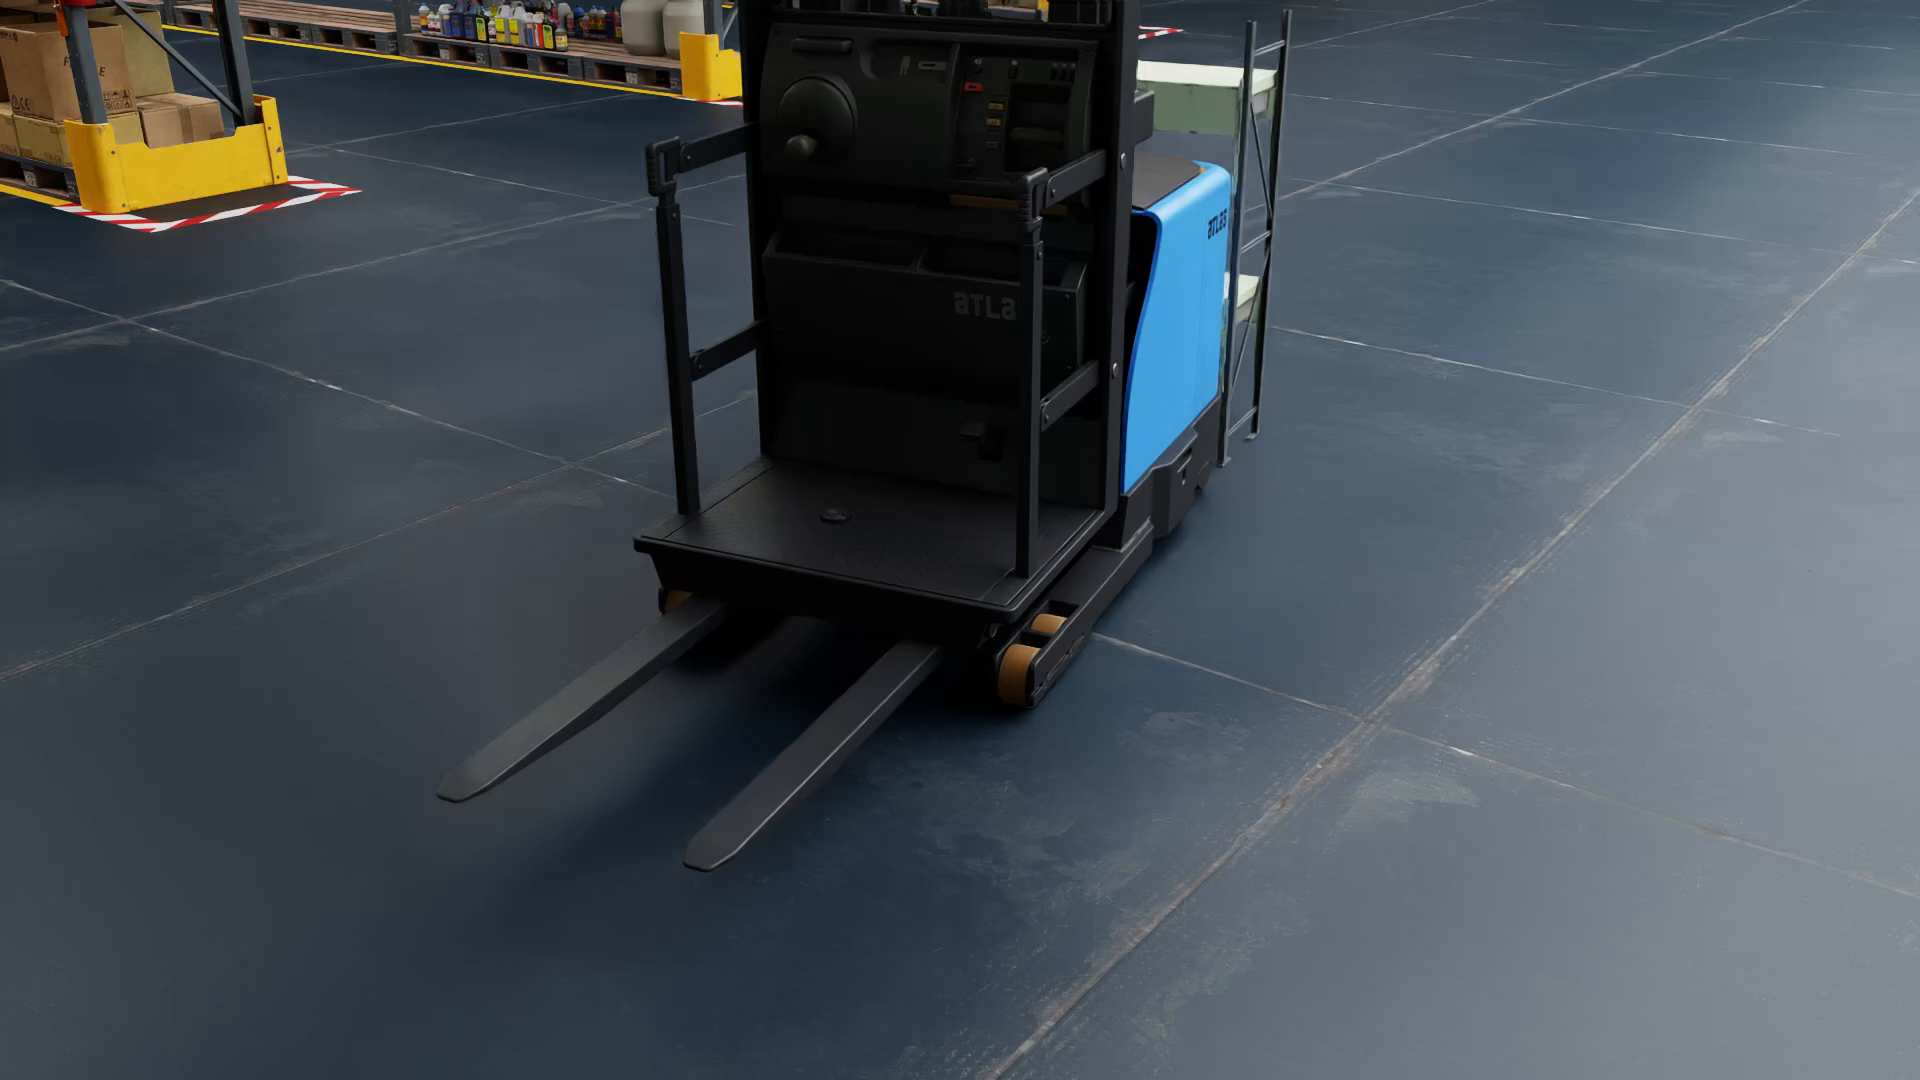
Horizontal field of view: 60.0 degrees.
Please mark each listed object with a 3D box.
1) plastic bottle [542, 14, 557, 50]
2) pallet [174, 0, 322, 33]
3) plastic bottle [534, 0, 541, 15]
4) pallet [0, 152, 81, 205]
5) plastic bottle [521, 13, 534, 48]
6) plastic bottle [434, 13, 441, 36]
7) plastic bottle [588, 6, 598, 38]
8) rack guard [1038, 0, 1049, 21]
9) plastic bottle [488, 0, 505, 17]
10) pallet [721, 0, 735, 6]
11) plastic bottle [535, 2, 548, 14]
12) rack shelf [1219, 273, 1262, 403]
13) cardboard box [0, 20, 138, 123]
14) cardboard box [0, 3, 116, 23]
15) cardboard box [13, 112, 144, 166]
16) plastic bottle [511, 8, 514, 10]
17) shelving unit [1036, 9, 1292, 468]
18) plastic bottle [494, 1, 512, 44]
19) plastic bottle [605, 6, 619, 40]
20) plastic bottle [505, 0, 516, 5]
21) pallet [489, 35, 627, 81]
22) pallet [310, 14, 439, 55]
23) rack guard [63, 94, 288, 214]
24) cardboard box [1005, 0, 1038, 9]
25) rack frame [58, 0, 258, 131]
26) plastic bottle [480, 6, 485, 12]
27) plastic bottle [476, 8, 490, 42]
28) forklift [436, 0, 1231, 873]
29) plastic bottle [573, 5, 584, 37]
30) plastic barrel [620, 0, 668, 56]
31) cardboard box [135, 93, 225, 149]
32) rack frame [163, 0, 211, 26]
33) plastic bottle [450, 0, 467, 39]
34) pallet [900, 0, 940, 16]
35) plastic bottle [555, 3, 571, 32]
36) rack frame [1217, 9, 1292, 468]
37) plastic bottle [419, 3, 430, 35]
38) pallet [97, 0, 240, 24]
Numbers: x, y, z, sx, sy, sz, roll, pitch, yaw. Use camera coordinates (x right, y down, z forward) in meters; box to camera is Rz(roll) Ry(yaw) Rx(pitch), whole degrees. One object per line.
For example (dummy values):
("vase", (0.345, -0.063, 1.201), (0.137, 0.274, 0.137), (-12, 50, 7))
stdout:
("plastic bottle", (-3.497, -4.331, 14.182), (0.133, 0.283, 0.061), (18, 29, 35))
("pallet", (-7.465, -5.506, 17.484), (1.213, 0.211, 1.003), (17, 29, 33))
("plastic bottle", (-3.864, -4.838, 15.333), (0.133, 0.283, 0.061), (19, 30, 37))
("pallet", (-5.271, -2.345, 10.311), (1.213, 0.211, 1.003), (17, 29, 33))
("plastic bottle", (-3.689, -4.408, 14.367), (0.135, 0.276, 0.152), (16, 28, 32))
("plastic bottle", (-4.706, -4.668, 15.048), (0.097, 0.201, 0.097), (0, 24, 0))
("plastic bottle", (-3.279, -4.646, 14.913), (0.097, 0.271, 0.097), (0, 24, 0))
("rack guard", (1.249, -5.520, 17.157), (0.348, 0.500, 1.175), (17, 29, 33))
("plastic bottle", (-4.259, -4.894, 15.378), (0.185, 0.351, 0.144), (17, 29, 33))
("pallet", (-2.515, -6.524, 19.796), (1.213, 0.211, 1.003), (17, 29, 33))
("plastic bottle", (-3.802, -4.746, 15.125), (0.133, 0.283, 0.061), (17, 29, 33))
("rack shelf", (0.680, -0.783, 5.976), (0.720, 0.370, 0.431), (12, 27, 25))
("cardboard box", (-5.242, -2.761, 9.755), (0.500, 0.500, 0.500), (17, 29, 33))
("cardboard box", (-5.739, -3.166, 10.674), (0.500, 0.500, 0.500), (17, 29, 33))
("cardboard box", (-5.241, -2.418, 9.907), (0.500, 0.250, 0.500), (17, 29, 33))
("plastic bottle", (-3.904, -4.546, 14.679), (0.135, 0.276, 0.152), (17, 29, 33))
("shelving unit", (0.680, -1.082, 5.844), (0.755, 1.500, 0.431), (12, 27, 25))
("plastic bottle", (-3.973, -4.526, 14.542), (0.185, 0.351, 0.144), (17, 29, 33))
("plastic bottle", (-3.095, -4.605, 14.805), (0.133, 0.283, 0.061), (17, 29, 34))
("plastic bottle", (-4.173, -4.941, 15.483), (0.185, 0.351, 0.144), (16, 28, 32))
("pallet", (-3.368, -4.268, 14.674), (1.213, 0.211, 1.003), (17, 29, 33))
("pallet", (-5.513, -4.916, 16.145), (1.213, 0.211, 1.003), (17, 29, 33))
("rack guard", (-4.615, -2.300, 9.851), (0.348, 0.500, 1.175), (17, 29, 33))
("cardboard box", (0.820, -5.850, 17.386), (0.500, 0.500, 0.500), (-20, 31, -38))
("rack frame", (-4.634, -3.450, 9.360), (0.127, 3.000, 1.000), (17, 29, 33))
("plastic bottle", (-4.276, -4.642, 14.904), (0.097, 0.271, 0.097), (0, 24, 0))
("plastic bottle", (-4.206, -4.545, 14.668), (0.133, 0.283, 0.061), (18, 30, 36))
("forklift", (-0.180, -1.106, 4.124), (1.130, 2.935, 3.031), (10, 26, 22))
("plastic bottle", (-3.441, -4.695, 15.024), (0.097, 0.271, 0.097), (0, 24, 0))
("plastic barrel", (-2.634, -4.357, 13.982), (0.421, 0.512, 0.421), (0, 24, 0))
("cardboard box", (-4.930, -2.585, 10.287), (0.500, 0.250, 0.500), (17, 29, 33))
("rack frame", (-8.062, -6.982, 17.376), (0.127, 3.000, 1.000), (17, 29, 33))
("plastic bottle", (-4.464, -4.674, 14.879), (0.185, 0.351, 0.144), (18, 29, 35))
("pallet", (-0.352, -5.891, 18.357), (1.213, 0.211, 1.003), (17, 29, 33))
("plastic bottle", (-3.633, -4.742, 15.124), (0.135, 0.276, 0.152), (17, 29, 34))
("rack frame", (1.004, -1.013, 5.688), (0.023, 1.500, 0.400), (12, 27, 25))
("plastic bottle", (-4.869, -4.749, 15.146), (0.097, 0.271, 0.097), (0, 24, 0))
("pallet", (-8.718, -5.883, 18.340), (1.213, 0.211, 1.003), (17, 29, 33))
